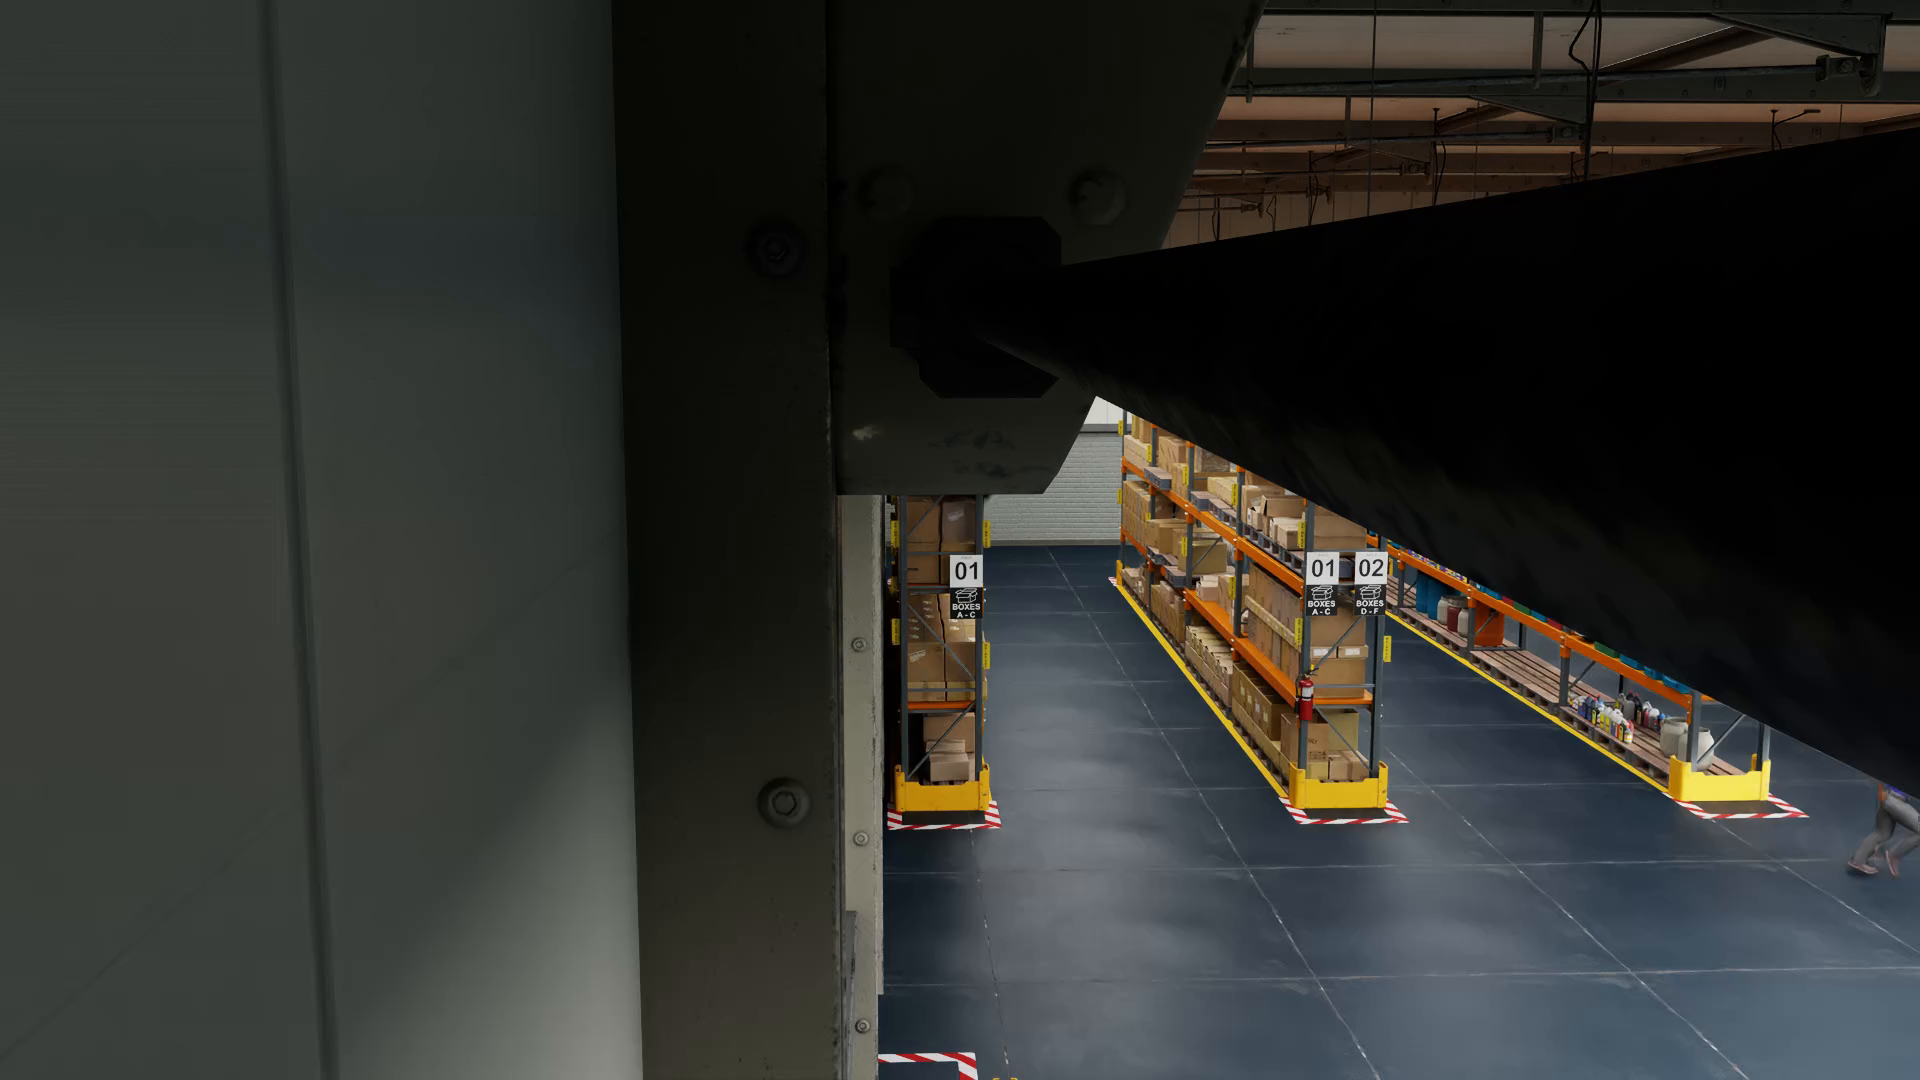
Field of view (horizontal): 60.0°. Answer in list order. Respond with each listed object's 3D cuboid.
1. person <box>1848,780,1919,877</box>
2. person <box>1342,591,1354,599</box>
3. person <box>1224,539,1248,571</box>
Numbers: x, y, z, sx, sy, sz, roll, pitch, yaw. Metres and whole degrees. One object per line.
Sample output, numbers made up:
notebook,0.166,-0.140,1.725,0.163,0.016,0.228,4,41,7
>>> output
person,10.168,2.888,18.027,0.853,1.551,0.564,4,10,28
person,7.453,0.756,31.932,0.695,1.763,0.991,-1,9,-9
person,5.880,0.201,35.966,0.713,1.690,0.570,-2,9,-15
